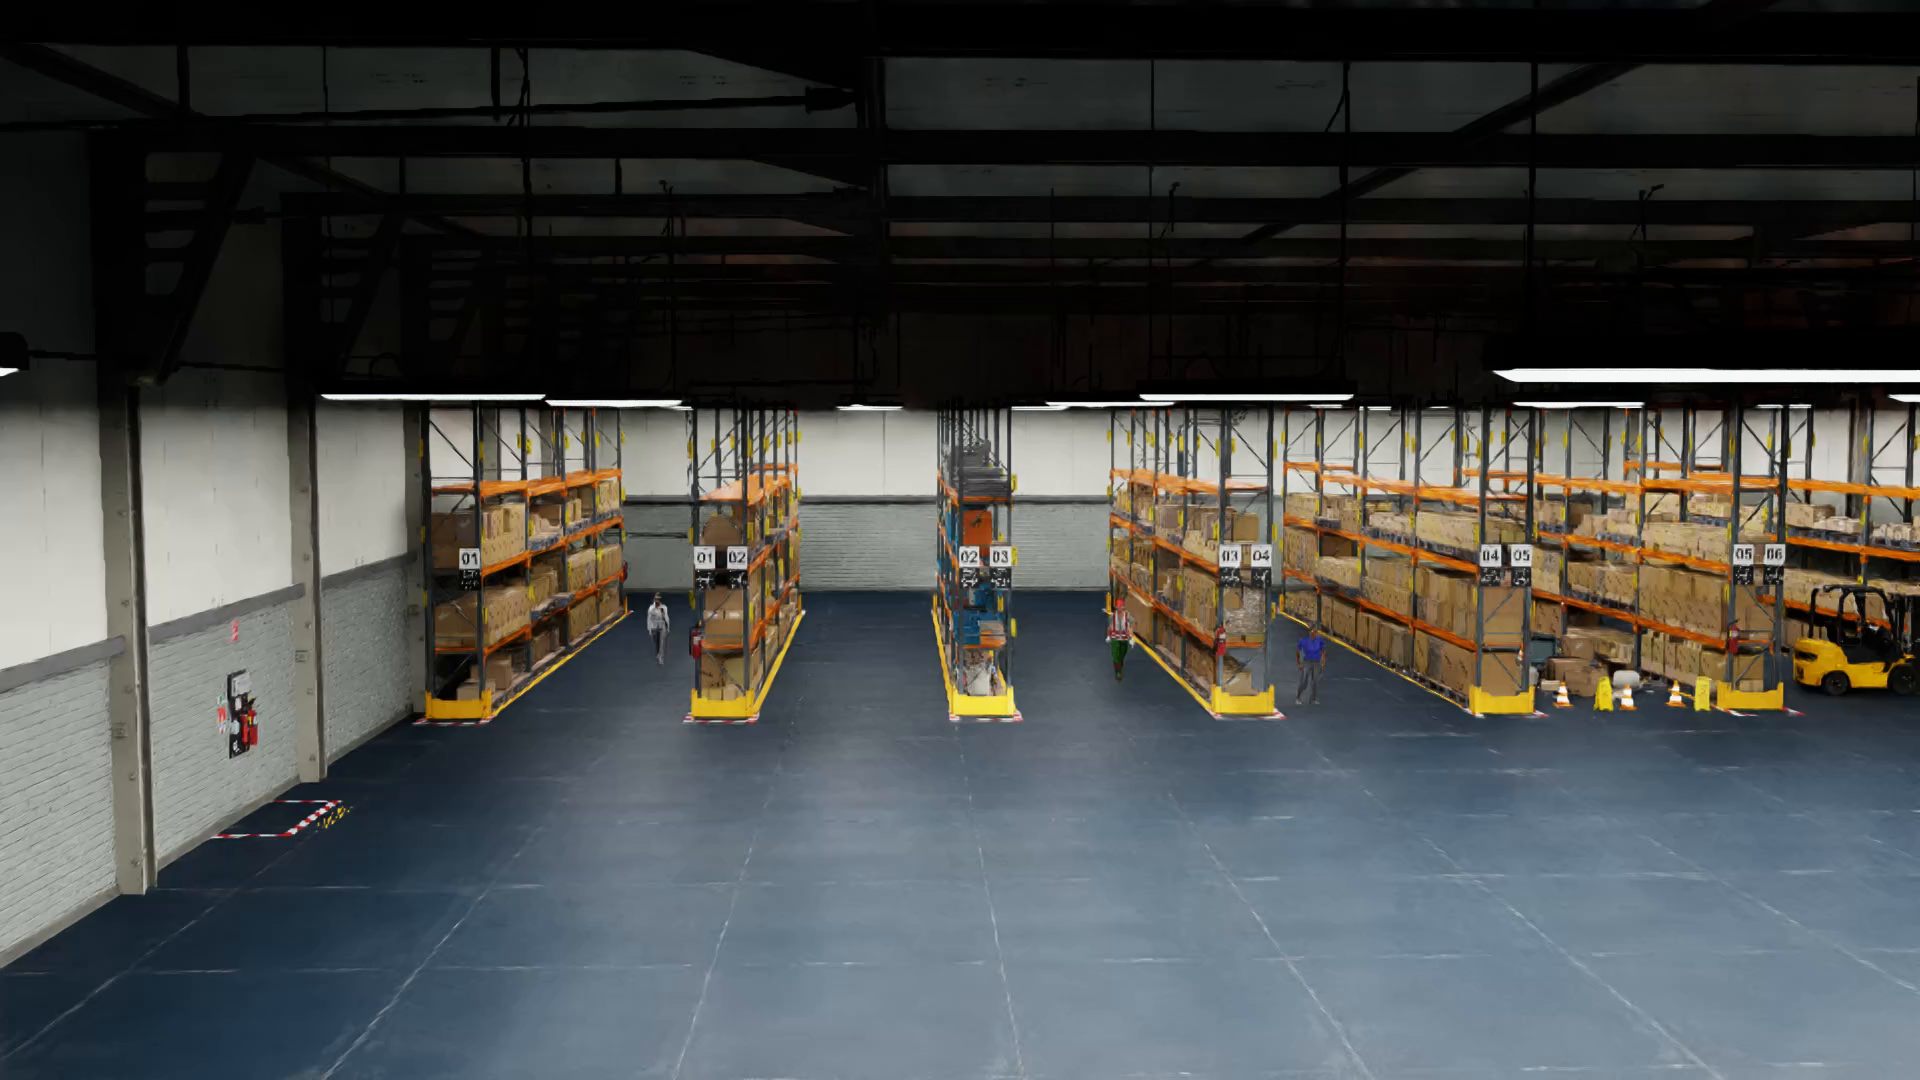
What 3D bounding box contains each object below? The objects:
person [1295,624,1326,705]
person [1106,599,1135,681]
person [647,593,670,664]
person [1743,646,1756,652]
[{"bbox_3d":[6.828,2.427,32.411,0.590,1.604,0.518,0,4,-5],"label":"person"},{"bbox_3d":[3.440,2.110,35.549,0.565,1.736,1.045,0,4,-3],"label":"person"},{"bbox_3d":[-6.878,1.985,37.807,0.483,1.586,1.072,0,4,0],"label":"person"},{"bbox_3d":[16.854,2.128,35.613,0.464,1.676,0.498,2,5,29],"label":"person"}]
